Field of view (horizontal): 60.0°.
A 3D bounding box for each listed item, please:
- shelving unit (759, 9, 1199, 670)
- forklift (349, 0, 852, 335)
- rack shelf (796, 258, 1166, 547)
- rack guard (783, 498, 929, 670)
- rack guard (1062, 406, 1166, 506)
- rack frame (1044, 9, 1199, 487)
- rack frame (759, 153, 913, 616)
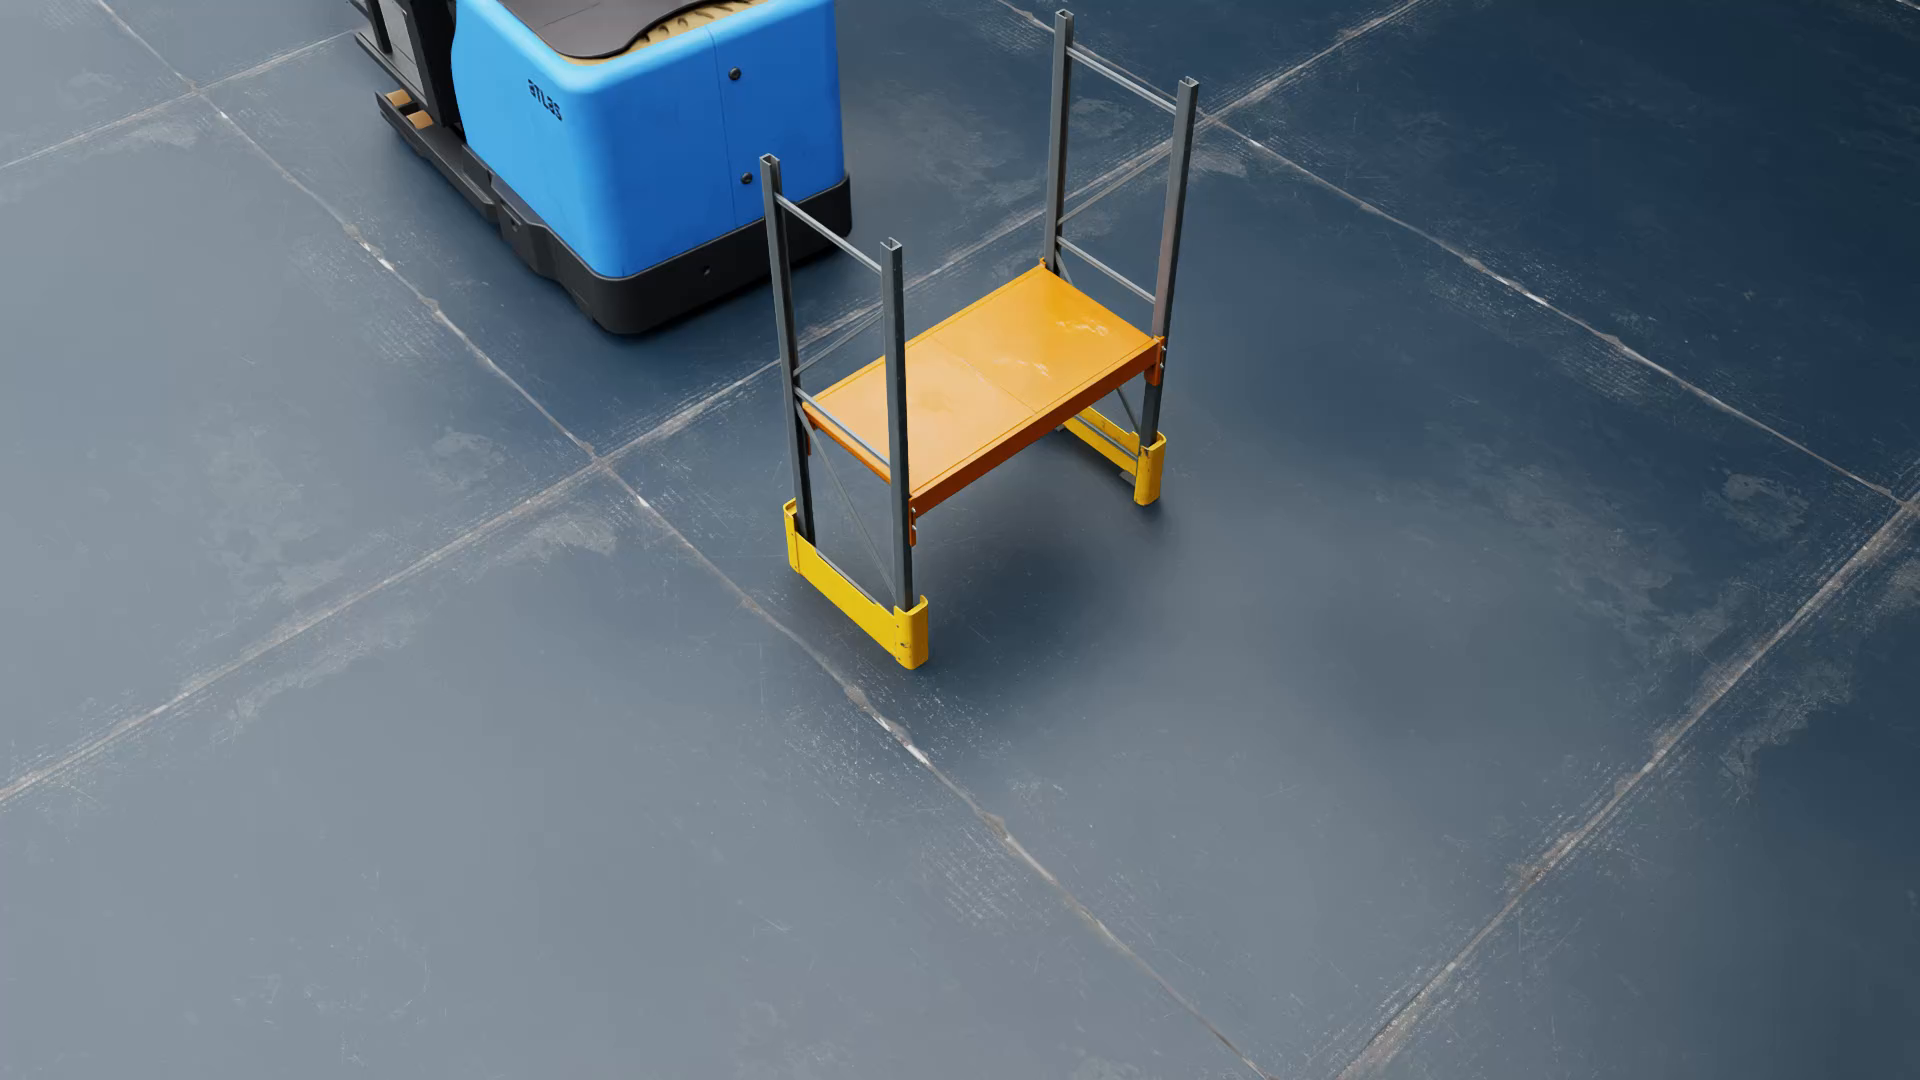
[{"bbox_3d":[0.056,-0.546,4.734,1.083,1.500,0.587,-34,56,-27],"label":"shelving unit"},{"bbox_3d":[-1.705,-2.746,5.789,1.130,2.935,3.031,-30,54,-25],"label":"forklift"},{"bbox_3d":[0.063,-0.429,4.870,1.000,0.185,0.538,-34,56,-27],"label":"rack shelf"},{"bbox_3d":[-0.312,0.124,4.966,0.087,0.250,0.587,-34,56,-27],"label":"rack guard"},{"bbox_3d":[0.425,-0.369,5.420,0.087,0.250,0.587,-34,56,-27],"label":"rack guard"},{"bbox_3d":[0.439,-0.802,4.970,0.032,1.500,0.500,-34,56,-27],"label":"rack frame"},{"bbox_3d":[-0.313,-0.299,4.506,0.032,1.500,0.500,-34,56,-27],"label":"rack frame"}]
